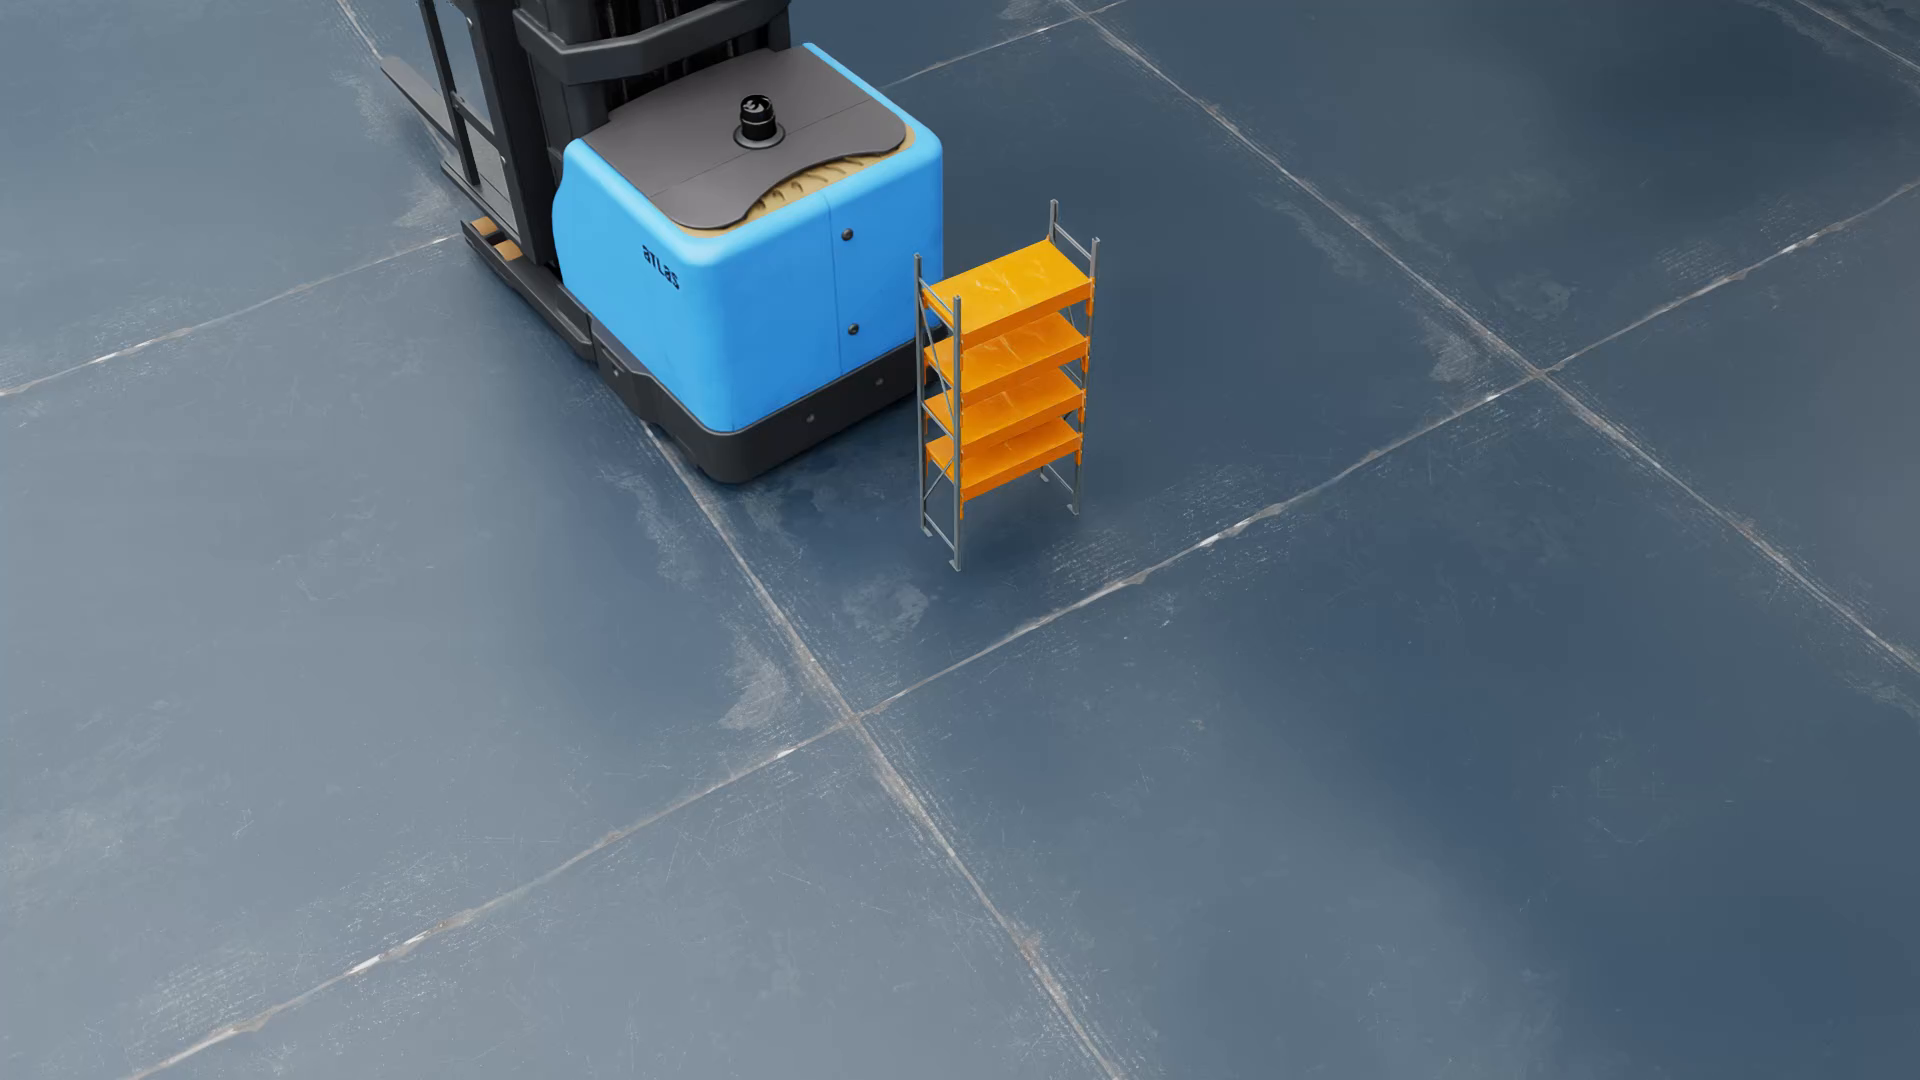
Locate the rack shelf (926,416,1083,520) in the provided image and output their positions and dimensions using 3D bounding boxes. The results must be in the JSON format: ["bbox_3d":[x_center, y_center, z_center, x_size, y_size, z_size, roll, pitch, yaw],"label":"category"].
[{"bbox_3d":[0.140,-0.288,5.559,0.480,0.148,0.258,-25,53,-21],"label":"rack shelf"}]

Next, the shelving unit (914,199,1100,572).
[{"bbox_3d":[0.140,-0.465,5.361,0.503,1.200,0.258,-25,53,-21],"label":"shelving unit"}]

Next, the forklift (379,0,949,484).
[{"bbox_3d":[-1.356,-2.218,5.763,1.130,2.935,3.031,-31,55,-25],"label":"forklift"}]

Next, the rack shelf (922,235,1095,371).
[{"bbox_3d":[0.140,-0.726,5.067,0.480,0.148,0.258,-25,53,-21],"label":"rack shelf"}]

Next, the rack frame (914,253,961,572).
[{"bbox_3d":[-0.066,-0.368,5.274,0.015,1.200,0.240,-25,53,-21],"label":"rack frame"}]

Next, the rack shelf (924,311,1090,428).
[{"bbox_3d":[0.140,-0.569,5.244,0.480,0.148,0.258,-25,53,-21],"label":"rack shelf"}]

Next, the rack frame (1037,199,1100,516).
[{"bbox_3d":[0.346,-0.562,5.447,0.015,1.200,0.240,-25,53,-21],"label":"rack frame"}]

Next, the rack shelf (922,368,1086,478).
[{"bbox_3d":[0.140,-0.420,5.411,0.480,0.148,0.258,-25,53,-21],"label":"rack shelf"}]
